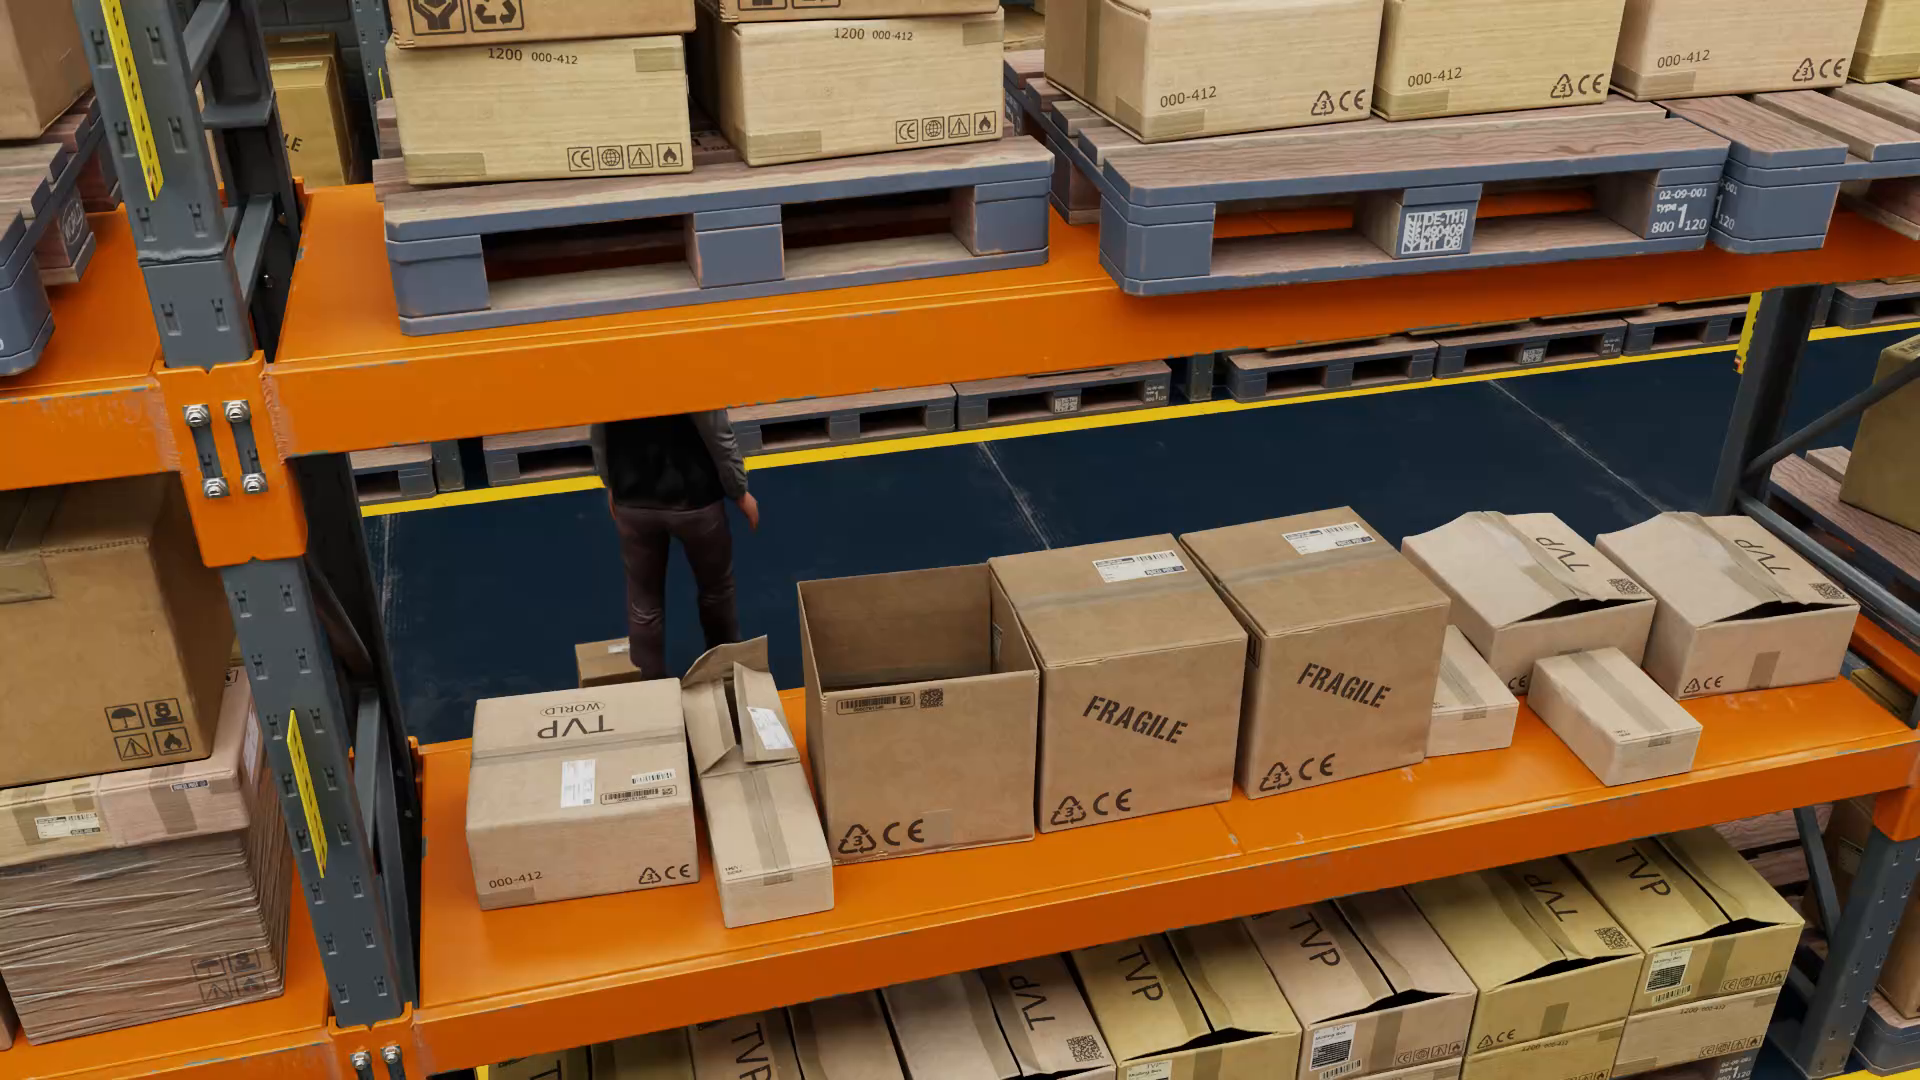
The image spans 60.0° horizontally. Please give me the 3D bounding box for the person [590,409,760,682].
[{"bbox_3d":[-1.081,-0.168,6.397,0.625,1.718,0.578,4,30,6],"label":"person"}]
